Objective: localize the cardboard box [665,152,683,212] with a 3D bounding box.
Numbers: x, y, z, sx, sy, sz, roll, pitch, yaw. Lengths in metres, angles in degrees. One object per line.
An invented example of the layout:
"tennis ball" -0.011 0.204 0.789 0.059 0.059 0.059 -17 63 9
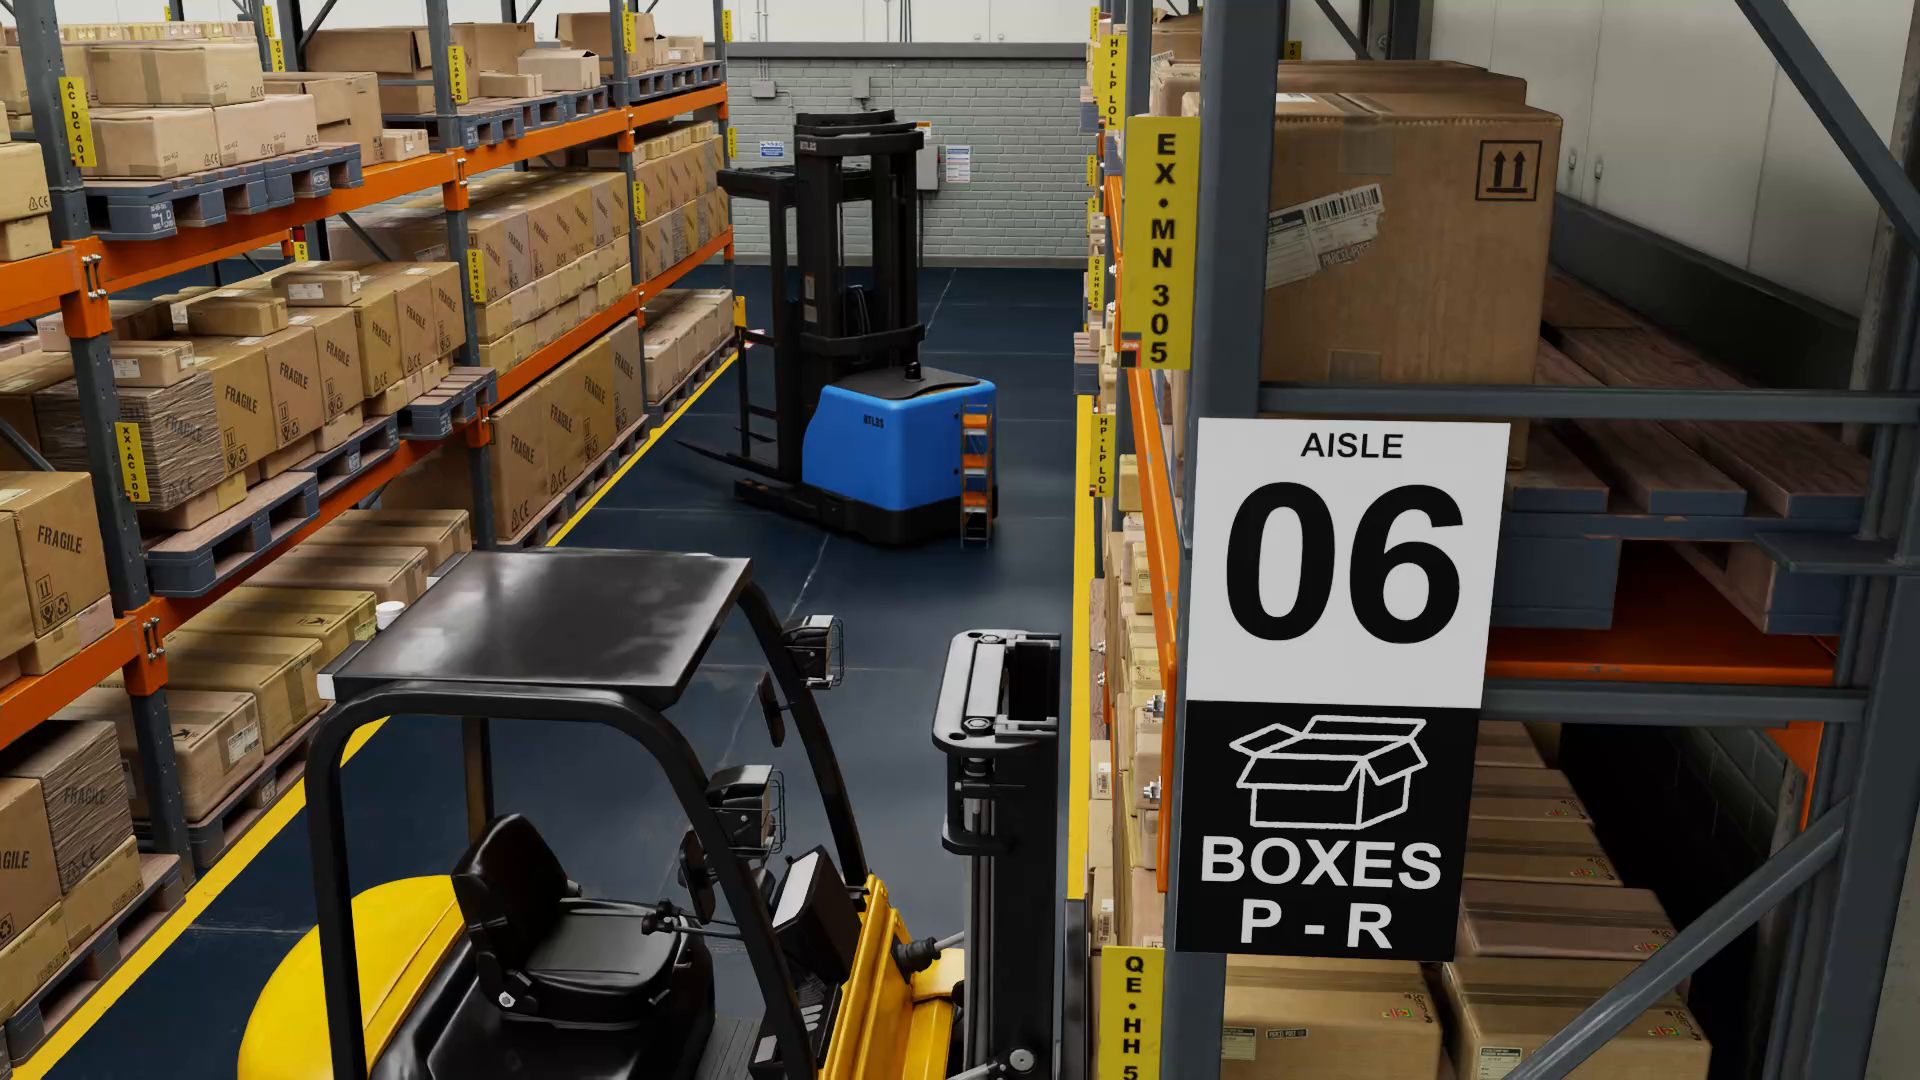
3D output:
"cardboard box" -2.922 -3.374 15.638 0.500 0.500 0.500 2 18 5

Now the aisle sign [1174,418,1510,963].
"aisle sign" 0.505 0.221 2.255 0.394 0.787 0.004 1 18 4

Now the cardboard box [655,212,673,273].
"cardboard box" -2.954 -2.737 15.299 0.500 0.500 0.500 1 18 4

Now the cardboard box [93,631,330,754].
"cardboard box" -3.779 0.754 8.351 0.950 0.372 0.625 2 18 7

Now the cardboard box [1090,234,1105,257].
"cardboard box" 1.312 -1.981 12.317 0.700 0.500 0.500 1 18 4

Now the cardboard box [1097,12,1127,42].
"cardboard box" 1.293 -4.090 13.195 0.396 0.266 0.258 1 18 3

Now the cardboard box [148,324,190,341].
"cardboard box" -3.980 -0.760 8.113 0.500 0.500 0.500 2 18 6

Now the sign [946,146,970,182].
"sign" -0.029 -5.304 23.444 0.329 0.494 0.001 1 18 4

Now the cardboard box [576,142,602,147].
"cardboard box" -3.429 -3.484 14.930 0.380 0.149 0.250 1 18 4

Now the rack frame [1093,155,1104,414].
"rack frame" 1.663 -2.284 14.076 1.000 3.000 0.127 1 18 4

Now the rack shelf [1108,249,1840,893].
"rack shelf" 0.946 -0.262 4.243 1.077 0.370 4.000 1 18 4

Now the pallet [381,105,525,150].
"pallet" -3.582 -2.688 10.796 1.213 0.211 1.003 2 18 6

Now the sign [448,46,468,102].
"sign" -3.034 -2.810 10.033 0.100 0.325 0.005 1 18 4

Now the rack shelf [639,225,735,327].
"rack shelf" -3.145 -2.673 16.419 1.077 0.370 4.000 1 18 4

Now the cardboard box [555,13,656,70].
"cardboard box" -3.224 -4.535 15.127 0.797 0.503 0.637 3 18 8

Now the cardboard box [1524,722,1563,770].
"cardboard box" 1.241 0.445 4.067 0.380 0.149 0.250 1 18 3

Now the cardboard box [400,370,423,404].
"cardboard box" -3.310 -0.882 9.528 0.380 0.149 0.250 0 18 1

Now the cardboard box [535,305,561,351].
"cardboard box" -3.227 -1.549 12.074 0.500 0.250 0.500 2 18 6

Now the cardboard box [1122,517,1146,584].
"cardboard box" 0.712 0.036 5.315 0.380 0.149 0.250 2 18 5

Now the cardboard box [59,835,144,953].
"cardboard box" -3.636 1.388 6.612 0.500 0.250 0.500 2 18 6

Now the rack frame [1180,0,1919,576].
"rack frame" 0.802 -1.408 1.768 1.000 3.000 0.127 1 18 4

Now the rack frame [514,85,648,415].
"rack frame" -3.288 -2.394 14.411 1.000 3.000 0.127 1 18 4

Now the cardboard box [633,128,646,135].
"cardboard box" -3.351 -4.037 16.617 0.380 0.149 0.250 1 18 4

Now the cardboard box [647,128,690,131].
"cardboard box" -2.905 -4.033 16.605 0.380 0.149 0.250 1 18 3

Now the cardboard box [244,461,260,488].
"cardboard box" -3.537 -0.321 7.814 0.380 0.149 0.250 2 18 7

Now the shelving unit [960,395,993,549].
"shelving unit" 0.116 -0.476 11.690 0.215 1.050 0.252 2 18 5

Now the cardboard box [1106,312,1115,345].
"cardboard box" 1.041 -1.222 9.633 0.380 0.149 0.250 2 18 5

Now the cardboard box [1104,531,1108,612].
"cardboard box" 0.864 0.110 7.012 0.500 0.250 0.500 2 18 5

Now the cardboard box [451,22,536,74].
"cardboard box" -3.641 -3.799 13.047 0.500 0.500 0.500 1 18 3

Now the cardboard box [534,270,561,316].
"cardboard box" -3.206 -1.785 11.990 0.500 0.250 0.500 1 18 4

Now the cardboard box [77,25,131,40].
"cardboard box" -7.894 -4.662 15.315 0.380 0.149 0.250 1 18 2

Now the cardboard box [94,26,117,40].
"cardboard box" -7.892 -4.582 15.069 0.380 0.149 0.250 1 18 2

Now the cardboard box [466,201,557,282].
"cardboard box" -3.218 -2.136 11.859 0.500 0.500 0.500 2 18 5

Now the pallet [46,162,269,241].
"pallet" -3.711 -1.435 6.968 1.213 0.211 1.003 1 18 4

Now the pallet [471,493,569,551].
"pallet" -3.444 -0.069 11.796 1.003 0.211 1.213 1 18 4

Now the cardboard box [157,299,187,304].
"cardboard box" -8.304 -2.445 17.516 0.380 0.149 0.250 0 18 1

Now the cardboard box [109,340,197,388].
"cardboard box" -3.476 -0.744 7.022 0.380 0.149 0.250 1 18 4

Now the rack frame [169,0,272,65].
"rack frame" -7.946 -6.566 17.510 1.000 3.000 0.127 1 18 4

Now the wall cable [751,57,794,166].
"wall cable" -2.621 -5.885 23.385 0.585 1.953 0.123 1 18 4

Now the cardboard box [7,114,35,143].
"cardboard box" -3.965 -1.647 6.883 0.500 0.250 0.500 1 18 3

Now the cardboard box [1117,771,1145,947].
"cardboard box" 0.659 0.917 4.148 0.500 0.500 0.500 1 18 3

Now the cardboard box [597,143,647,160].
"cardboard box" -3.028 -3.477 14.909 0.380 0.149 0.250 1 18 3

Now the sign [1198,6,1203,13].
"sign" 2.502 -5.354 17.206 0.100 0.325 0.005 1 18 4

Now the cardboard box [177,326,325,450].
"cardboard box" -3.458 -0.746 8.068 0.500 0.500 0.500 1 18 4

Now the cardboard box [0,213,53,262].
"cardboard box" -3.580 -1.110 6.080 0.380 0.149 0.250 1 18 4

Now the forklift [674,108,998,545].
"forklift" -1.094 -1.738 12.521 1.130 2.935 3.031 -16 24 -40

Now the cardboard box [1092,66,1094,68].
"cardboard box" 1.174 -3.436 12.343 0.380 0.149 0.250 1 18 3

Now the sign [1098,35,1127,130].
"sign" 0.547 -1.629 5.925 0.100 0.325 0.005 1 18 4

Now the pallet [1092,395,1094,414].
"pallet" 1.713 -1.172 15.161 1.003 0.211 1.213 1 18 4

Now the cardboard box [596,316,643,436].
"cardboard box" -3.253 -1.389 14.083 0.875 0.875 0.875 2 18 6

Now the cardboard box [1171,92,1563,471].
"cardboard box" 0.591 -0.420 2.575 0.500 0.500 0.500 2 18 6

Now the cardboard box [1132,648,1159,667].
"cardboard box" 0.673 0.418 4.629 0.380 0.149 0.250 1 18 3

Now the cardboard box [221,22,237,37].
"cardboard box" -7.771 -5.312 17.296 0.380 0.149 0.250 2 18 5

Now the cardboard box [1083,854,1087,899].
"cardboard box" 0.724 1.451 6.420 0.500 0.250 0.500 1 18 4

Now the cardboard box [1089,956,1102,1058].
"cardboard box" 0.625 1.452 4.810 0.500 0.250 0.500 1 18 3

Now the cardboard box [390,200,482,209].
"cardboard box" -3.728 -2.154 11.913 0.500 0.500 0.500 1 18 4

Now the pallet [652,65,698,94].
"pallet" -3.129 -4.409 15.886 1.003 0.211 1.213 1 18 4
